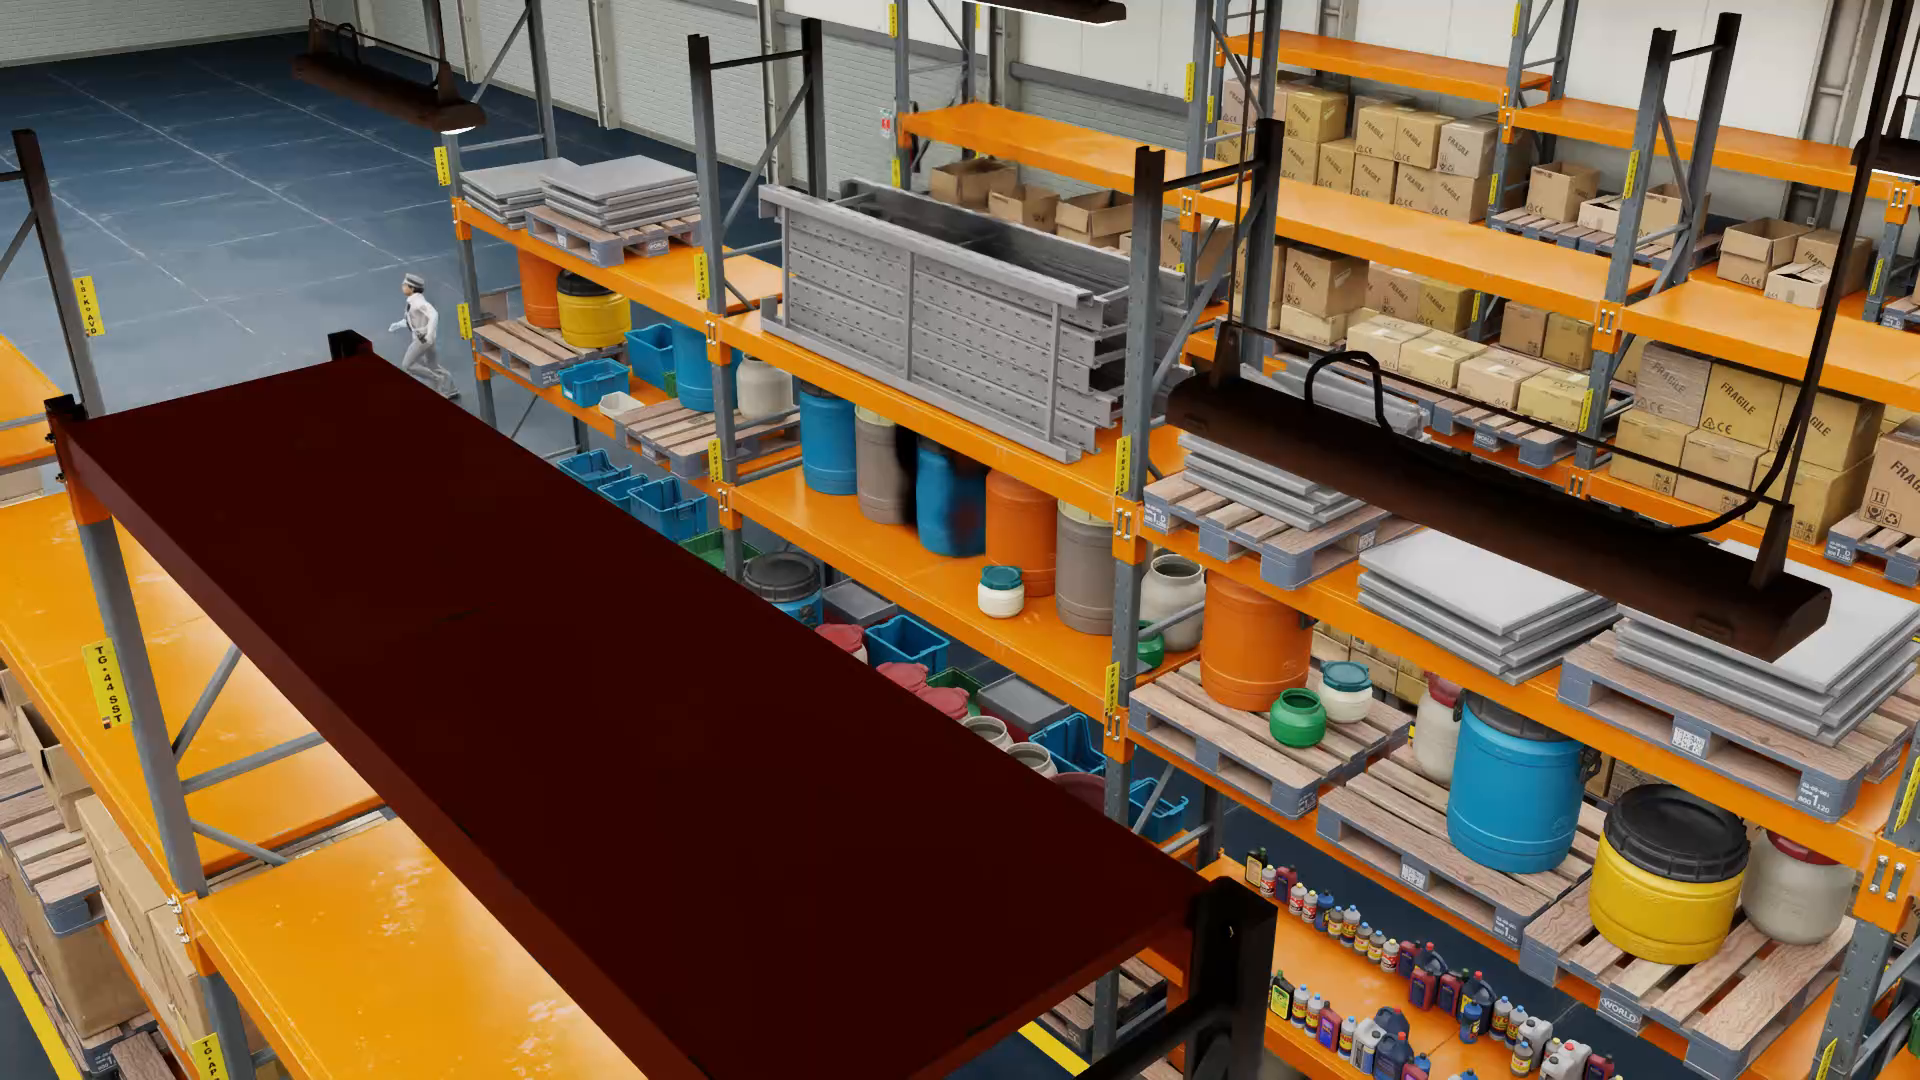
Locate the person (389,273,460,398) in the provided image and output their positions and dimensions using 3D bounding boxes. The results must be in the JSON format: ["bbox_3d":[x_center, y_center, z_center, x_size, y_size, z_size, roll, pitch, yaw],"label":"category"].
[{"bbox_3d":[-6.690,-2.498,20.643,0.729,1.651,0.634,-8,28,-15],"label":"person"}]
